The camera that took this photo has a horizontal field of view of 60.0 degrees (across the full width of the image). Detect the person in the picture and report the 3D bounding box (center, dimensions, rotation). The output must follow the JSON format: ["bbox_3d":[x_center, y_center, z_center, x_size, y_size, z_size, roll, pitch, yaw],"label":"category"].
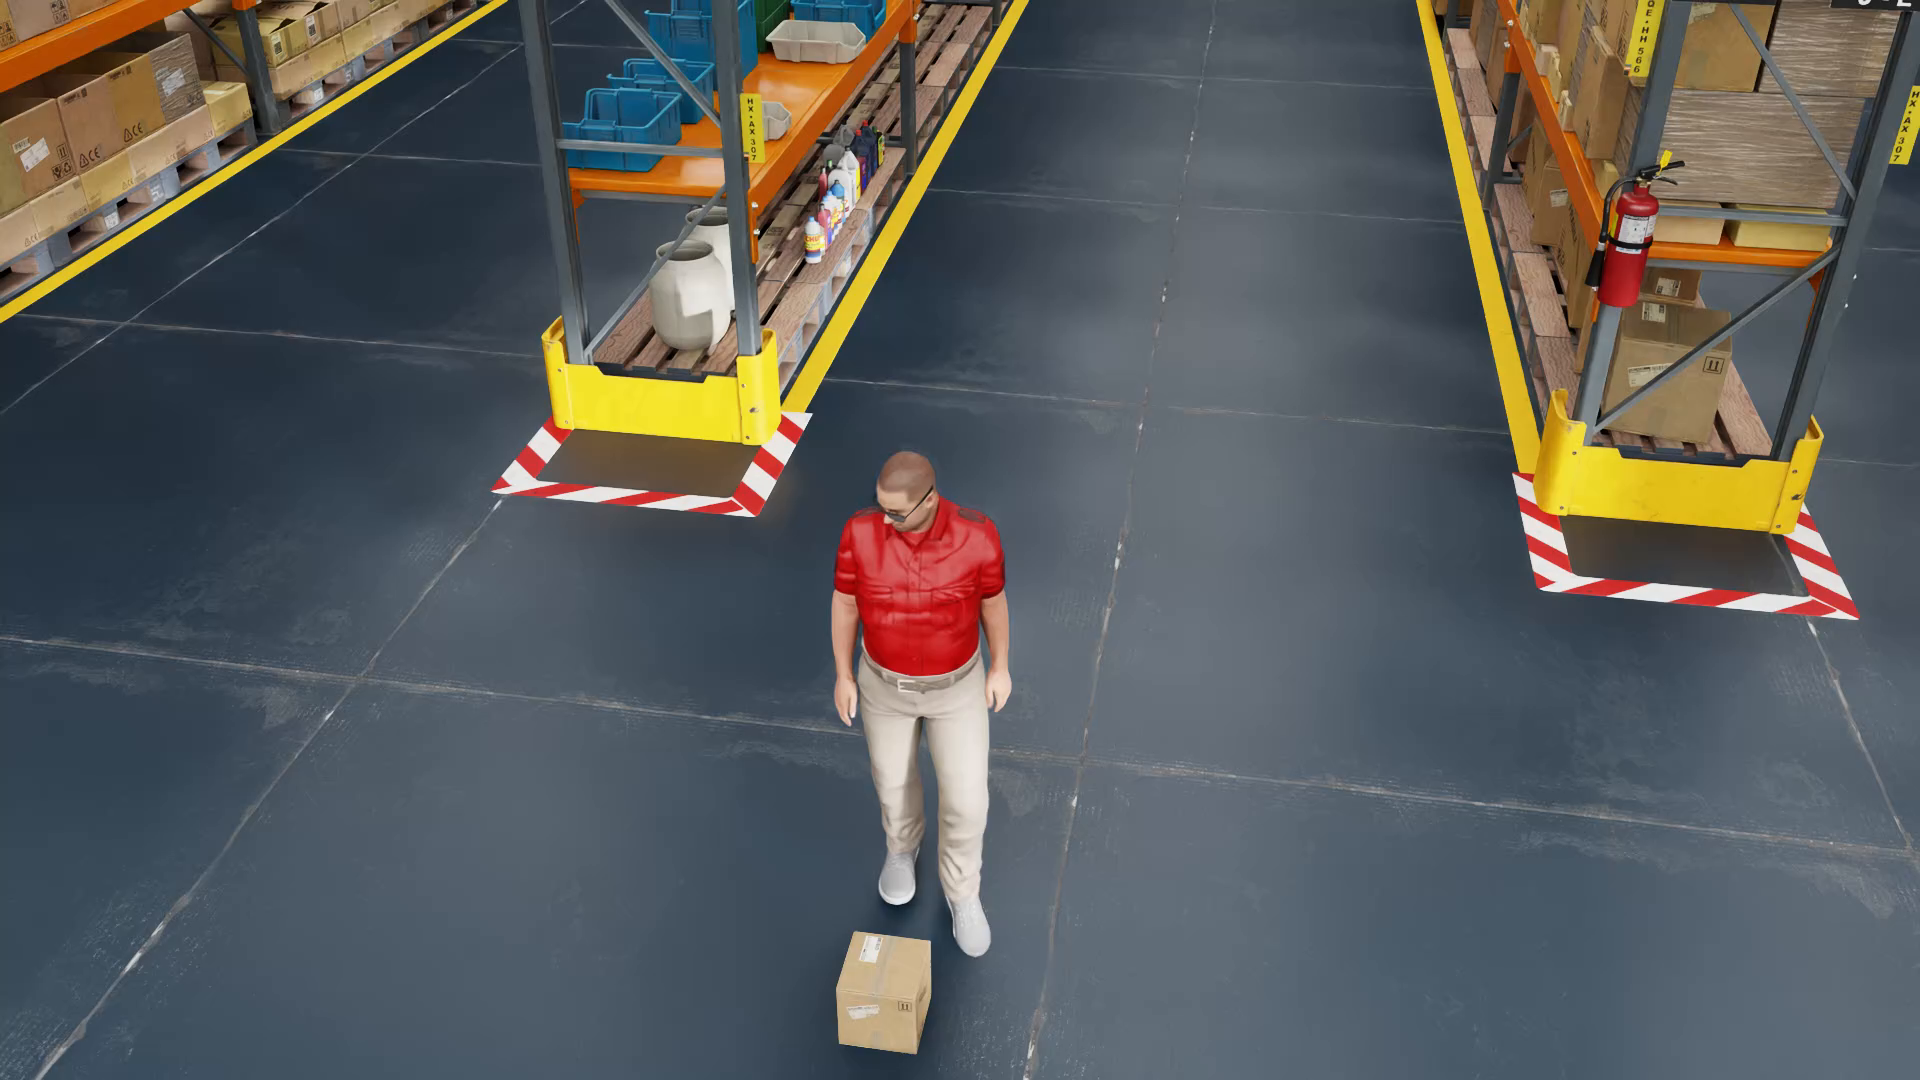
[{"bbox_3d":[-0.140,0.532,5.337,0.577,1.787,0.500,4,32,6],"label":"person"}]
